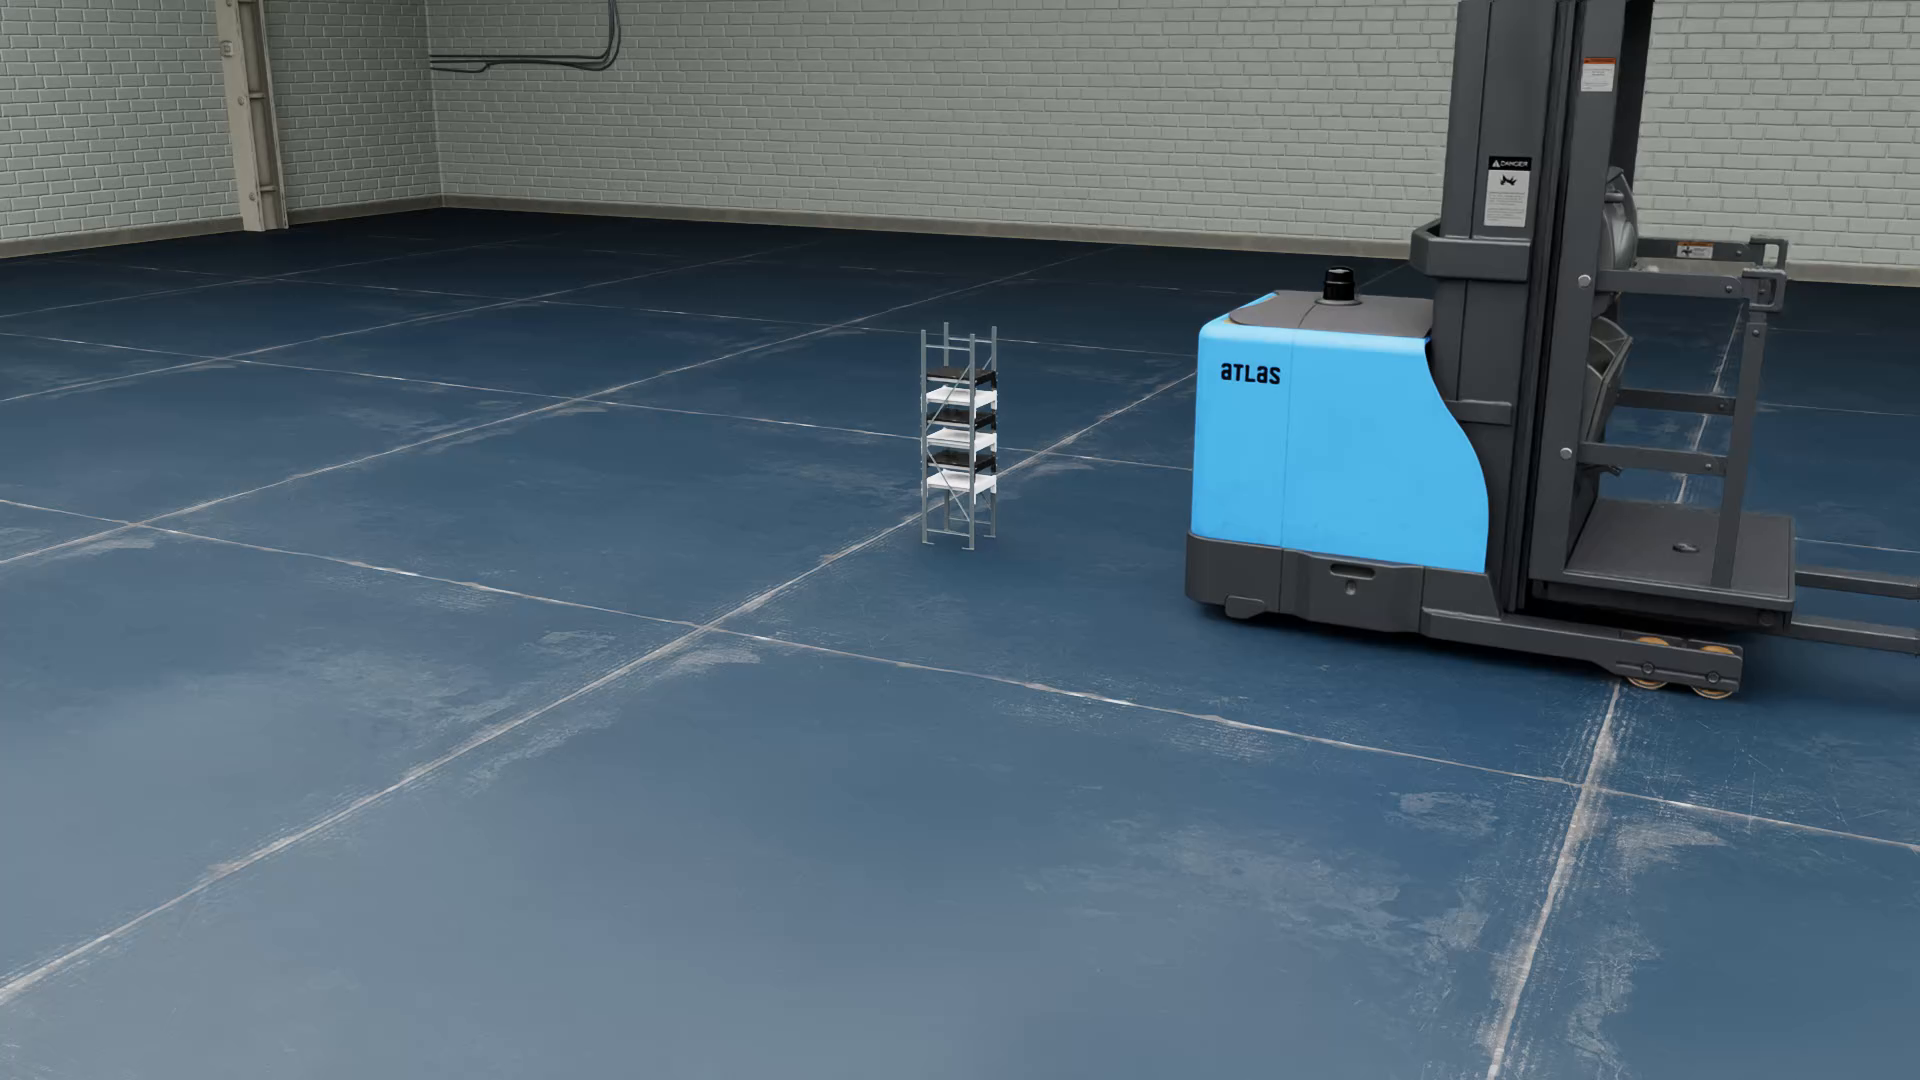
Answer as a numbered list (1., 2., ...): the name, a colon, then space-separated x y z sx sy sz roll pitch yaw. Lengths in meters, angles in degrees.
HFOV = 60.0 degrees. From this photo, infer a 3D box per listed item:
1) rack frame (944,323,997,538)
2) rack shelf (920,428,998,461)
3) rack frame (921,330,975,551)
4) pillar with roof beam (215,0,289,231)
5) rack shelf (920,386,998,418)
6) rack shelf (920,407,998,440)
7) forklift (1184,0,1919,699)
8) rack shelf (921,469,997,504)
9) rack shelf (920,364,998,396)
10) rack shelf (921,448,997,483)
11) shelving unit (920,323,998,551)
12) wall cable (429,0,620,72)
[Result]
1. rack frame: 0.042 -0.455 6.976 0.240 0.900 0.006 8 18 25
2. rack shelf: -0.004 -0.397 6.899 0.258 0.077 0.200 8 18 25
3. rack frame: -0.049 -0.403 6.802 0.240 0.900 0.006 8 18 25
4. pillar with roof beam: -4.066 -7.312 15.837 9.100 9.000 0.400 8 18 25
5. rack shelf: -0.004 -0.570 6.848 0.258 0.077 0.200 8 18 25
6. rack shelf: -0.004 -0.484 6.873 0.258 0.077 0.200 8 18 25
7. forklift: 2.380 -1.070 5.478 3.031 2.935 1.130 8 18 25
8. rack shelf: -0.004 -0.225 6.950 0.258 0.077 0.200 8 18 25
9. rack shelf: -0.004 -0.656 6.822 0.258 0.077 0.200 8 18 25
10. rack shelf: -0.004 -0.311 6.924 0.258 0.077 0.200 8 18 25
11. shelving unit: -0.004 -0.429 6.889 0.258 0.900 0.210 8 18 25
12. wall cable: -5.418 -6.953 20.083 3.097 2.526 0.112 8 18 25
